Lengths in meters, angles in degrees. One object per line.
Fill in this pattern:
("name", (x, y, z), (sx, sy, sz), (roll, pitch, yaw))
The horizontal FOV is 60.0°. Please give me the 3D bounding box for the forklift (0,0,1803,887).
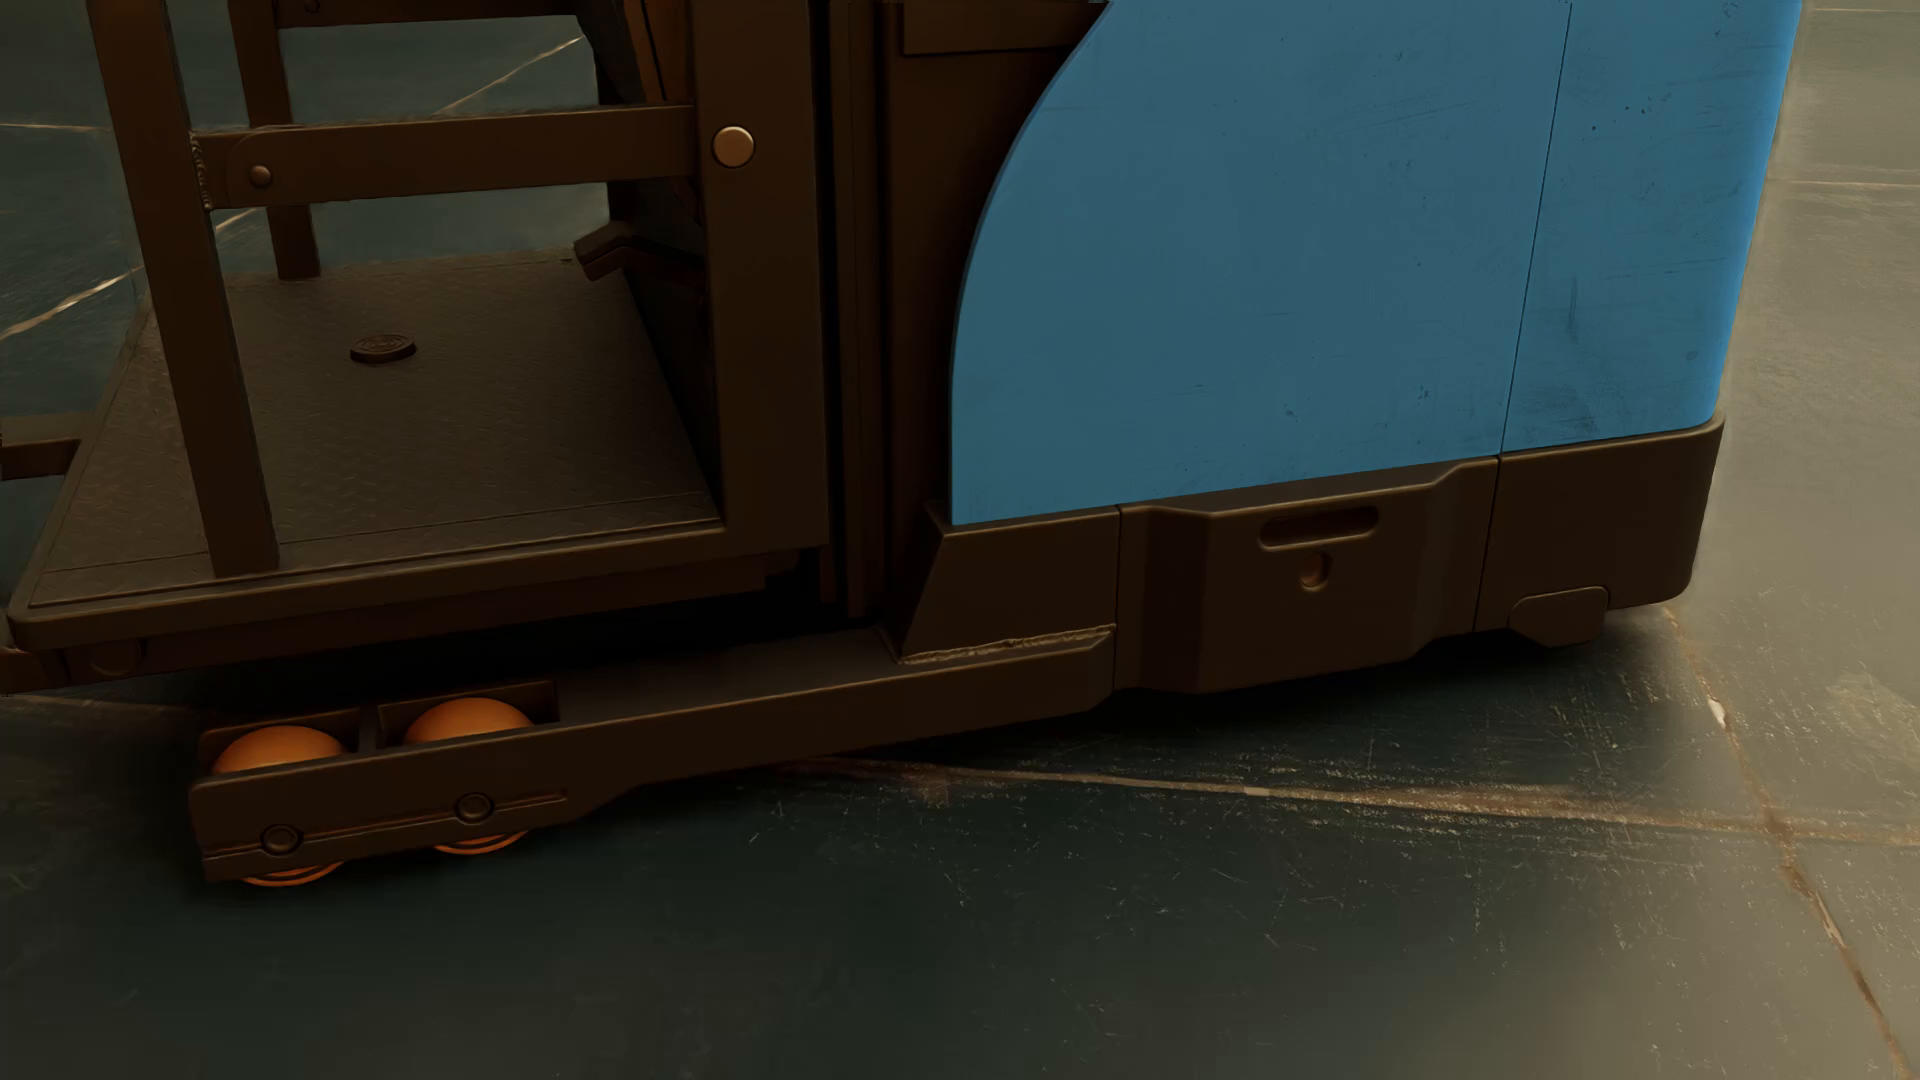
("forklift", (-0.591, -1.208, 1.638), (3.031, 2.935, 1.130), (-8, 28, -15))
